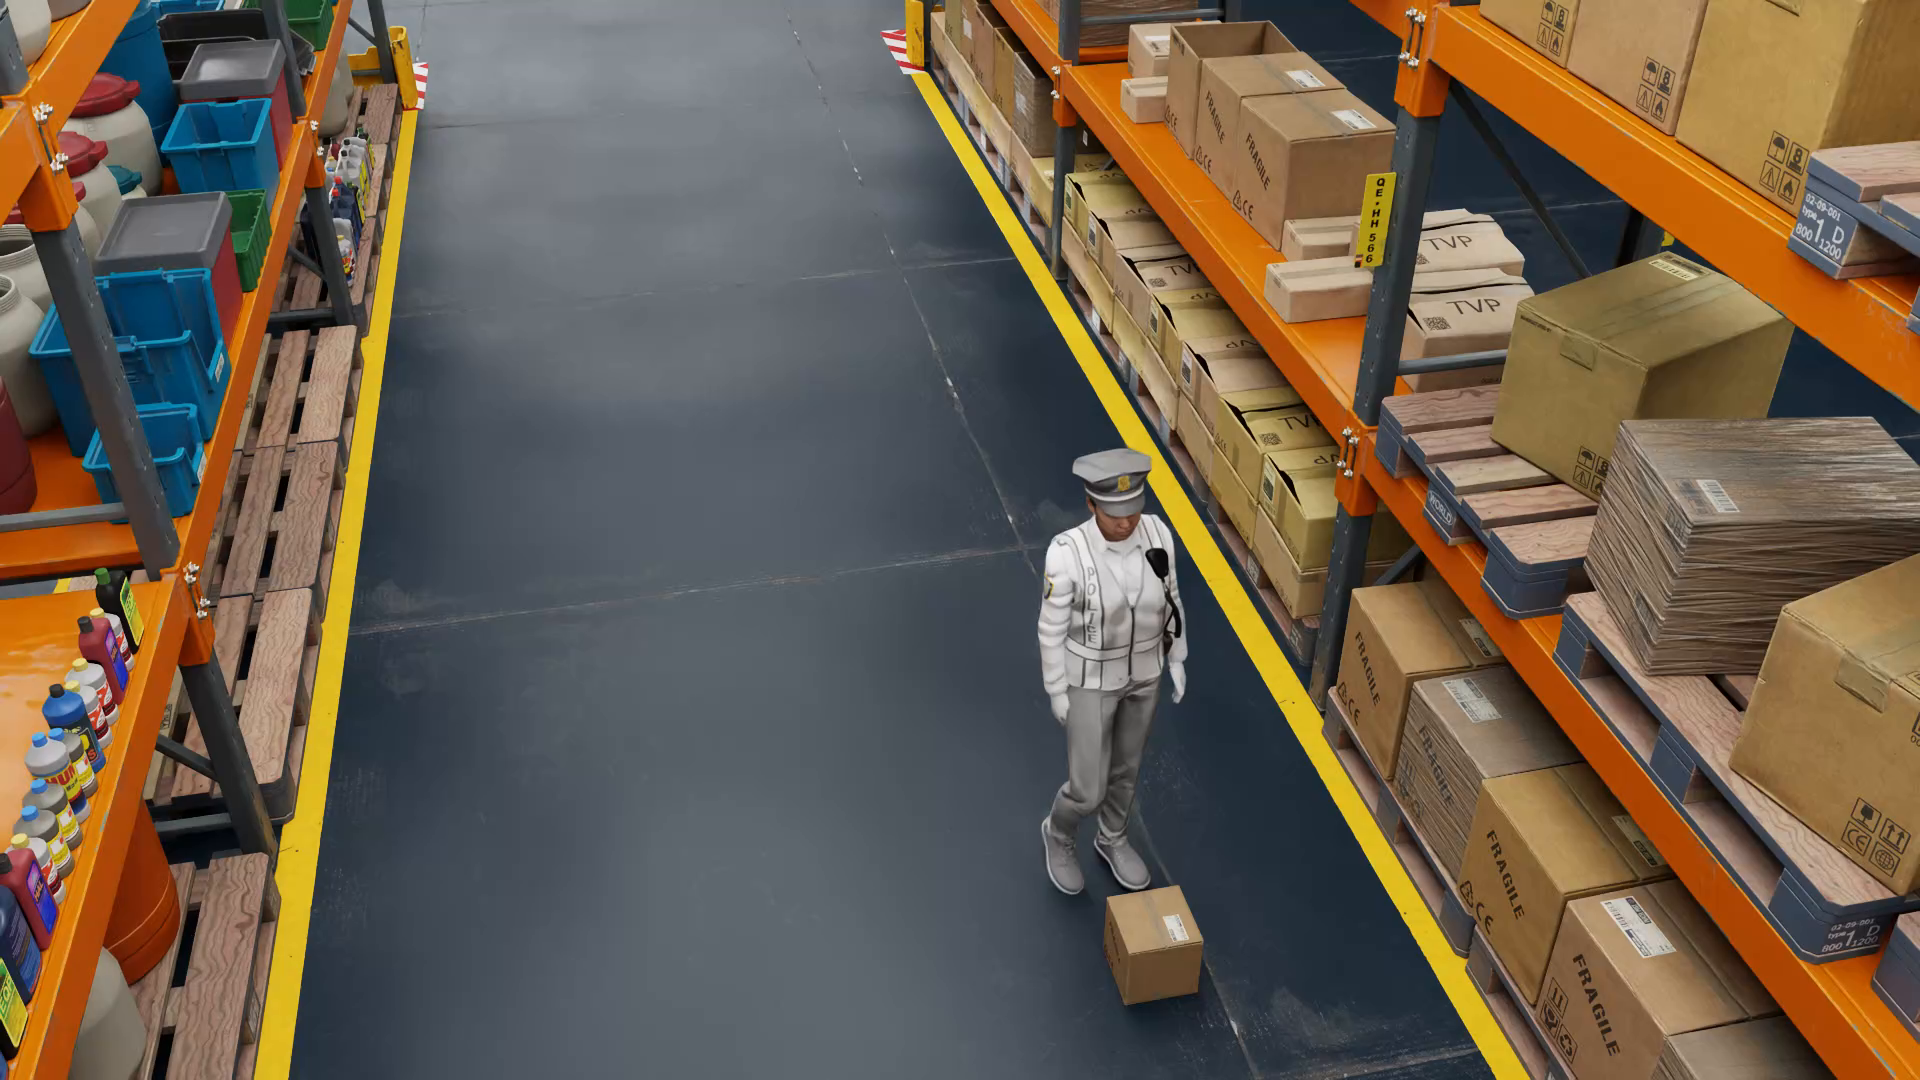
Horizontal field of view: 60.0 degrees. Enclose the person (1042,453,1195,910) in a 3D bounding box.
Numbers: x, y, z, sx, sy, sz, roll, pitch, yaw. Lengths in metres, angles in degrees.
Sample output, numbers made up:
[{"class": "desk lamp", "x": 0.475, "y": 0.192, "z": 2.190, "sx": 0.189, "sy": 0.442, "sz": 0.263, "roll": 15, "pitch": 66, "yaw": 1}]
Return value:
[{"class": "person", "x": 0.540, "y": 0.481, "z": 5.451, "sx": 0.517, "sy": 1.713, "sz": 0.368, "roll": -13, "pitch": 37, "yaw": -18}]
